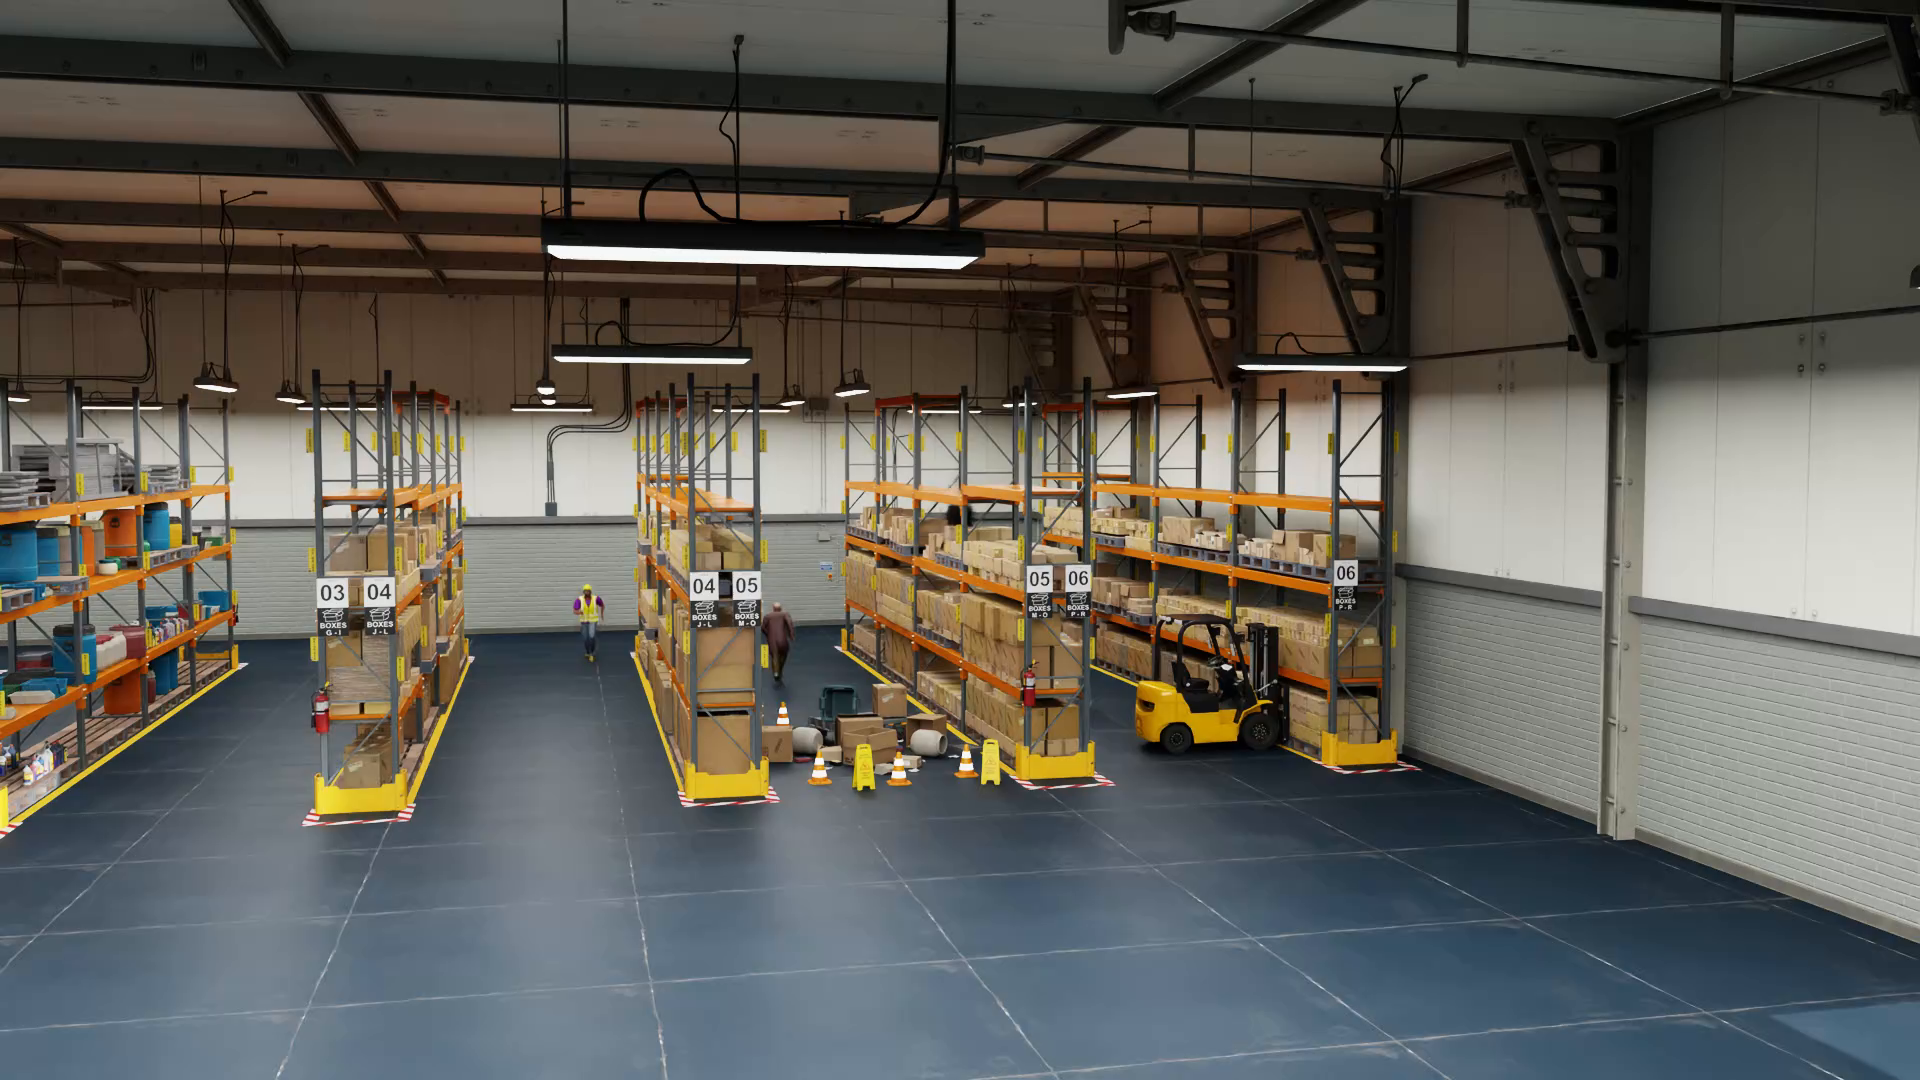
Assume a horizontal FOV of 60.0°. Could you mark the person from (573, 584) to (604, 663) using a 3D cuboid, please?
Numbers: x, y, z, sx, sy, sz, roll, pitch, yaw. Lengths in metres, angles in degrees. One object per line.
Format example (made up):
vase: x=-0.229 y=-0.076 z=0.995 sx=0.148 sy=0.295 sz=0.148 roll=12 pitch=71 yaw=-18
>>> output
person: x=-8.539 y=1.919 z=38.225 sx=0.661 sy=1.811 sz=0.831 roll=0 pitch=3 yaw=-4

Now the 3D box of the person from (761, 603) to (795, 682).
person: x=-3.839 y=2.159 z=34.865 sx=0.729 sy=1.616 sz=1.159 roll=0 pitch=3 yaw=1

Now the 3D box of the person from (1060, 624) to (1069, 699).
person: x=1.972 y=2.371 z=32.444 sx=0.540 sy=1.532 sz=0.578 roll=-1 pitch=4 yaw=-24
